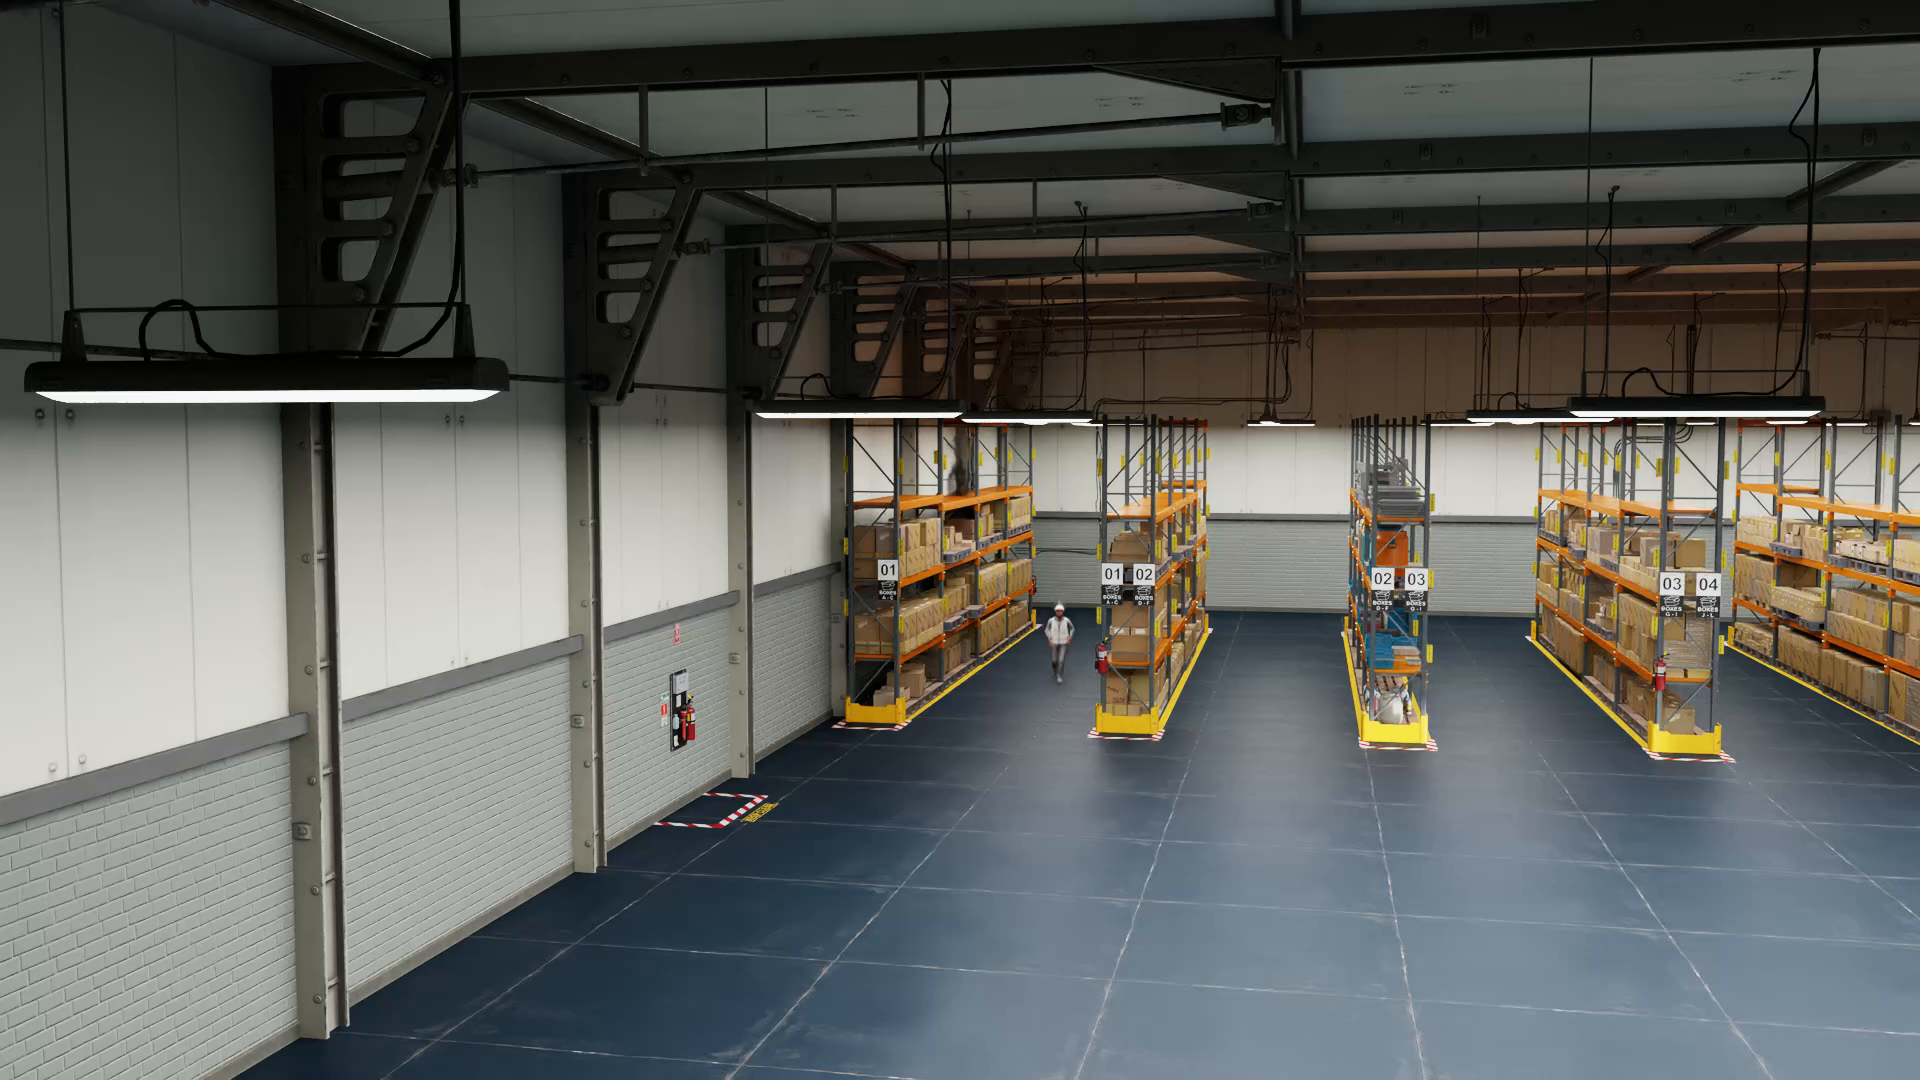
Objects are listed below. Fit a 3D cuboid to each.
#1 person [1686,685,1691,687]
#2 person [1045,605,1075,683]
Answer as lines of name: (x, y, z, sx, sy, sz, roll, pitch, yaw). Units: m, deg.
person: (16.197, 2.426, 37.116, 0.614, 1.679, 0.853, 1, 4, 15)
person: (2.279, 2.341, 37.843, 0.682, 1.752, 0.605, 0, 4, 6)
